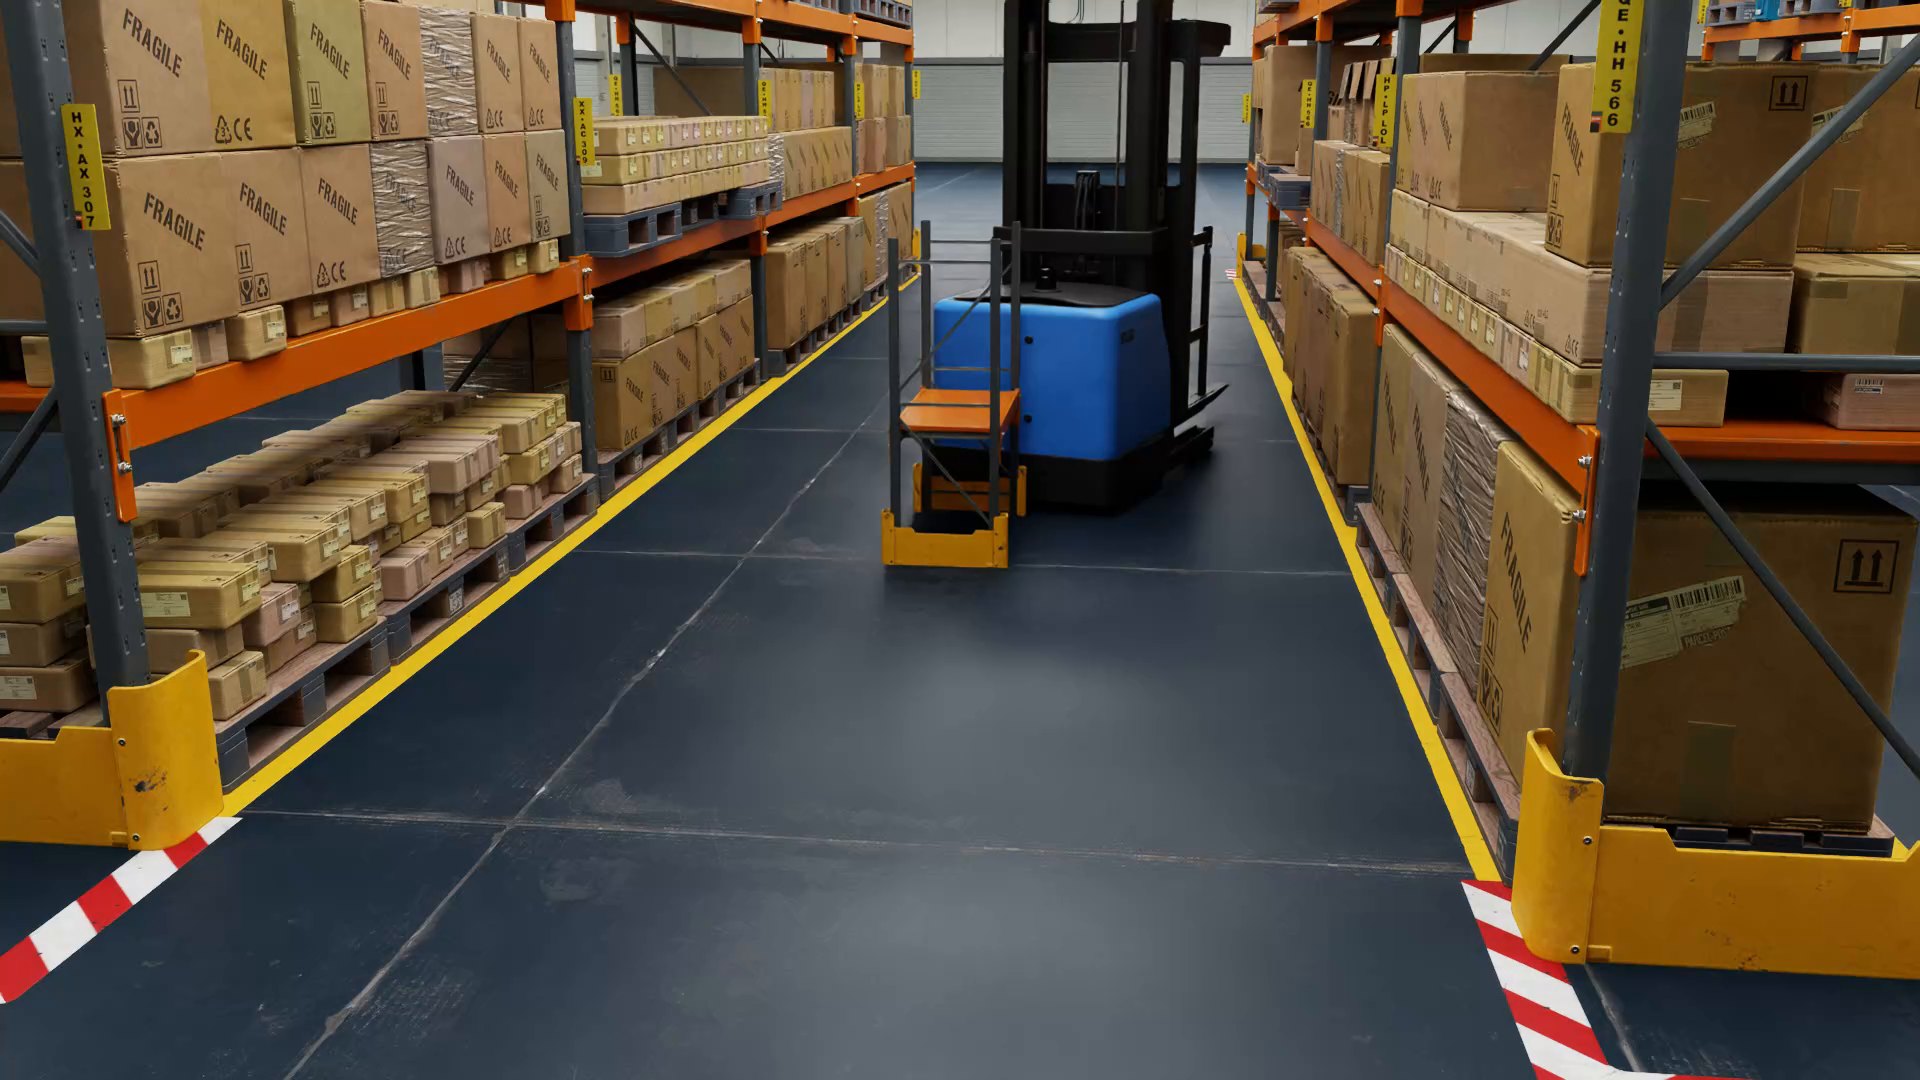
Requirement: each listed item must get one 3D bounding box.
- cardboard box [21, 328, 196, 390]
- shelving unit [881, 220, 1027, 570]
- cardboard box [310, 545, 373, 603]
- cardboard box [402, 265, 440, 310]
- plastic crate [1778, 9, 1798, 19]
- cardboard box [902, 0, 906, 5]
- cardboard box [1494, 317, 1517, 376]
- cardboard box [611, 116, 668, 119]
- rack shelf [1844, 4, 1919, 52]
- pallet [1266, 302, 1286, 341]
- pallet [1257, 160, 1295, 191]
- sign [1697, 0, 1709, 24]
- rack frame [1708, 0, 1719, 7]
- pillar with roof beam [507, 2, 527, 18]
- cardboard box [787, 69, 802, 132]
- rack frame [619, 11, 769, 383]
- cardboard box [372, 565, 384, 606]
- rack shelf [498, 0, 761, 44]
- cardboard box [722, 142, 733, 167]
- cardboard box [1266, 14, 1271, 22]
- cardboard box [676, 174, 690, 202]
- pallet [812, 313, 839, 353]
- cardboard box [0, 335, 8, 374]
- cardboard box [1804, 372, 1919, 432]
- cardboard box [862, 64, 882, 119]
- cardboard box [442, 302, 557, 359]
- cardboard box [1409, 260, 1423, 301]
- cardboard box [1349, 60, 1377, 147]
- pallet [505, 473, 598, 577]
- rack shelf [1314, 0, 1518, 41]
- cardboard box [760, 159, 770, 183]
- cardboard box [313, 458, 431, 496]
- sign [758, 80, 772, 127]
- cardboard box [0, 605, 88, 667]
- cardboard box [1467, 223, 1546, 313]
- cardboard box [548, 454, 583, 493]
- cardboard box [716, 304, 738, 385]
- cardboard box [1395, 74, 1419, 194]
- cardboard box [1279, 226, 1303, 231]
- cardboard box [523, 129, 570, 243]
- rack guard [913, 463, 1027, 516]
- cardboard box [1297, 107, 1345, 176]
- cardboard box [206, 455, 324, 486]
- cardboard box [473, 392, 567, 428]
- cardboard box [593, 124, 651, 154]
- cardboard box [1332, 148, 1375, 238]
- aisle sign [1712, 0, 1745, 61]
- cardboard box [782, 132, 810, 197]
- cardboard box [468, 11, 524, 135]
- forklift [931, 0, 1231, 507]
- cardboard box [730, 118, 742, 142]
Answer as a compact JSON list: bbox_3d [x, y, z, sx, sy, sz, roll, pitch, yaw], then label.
[{"bbox_3d":[-2.498,-0.539,4.889,0.380,0.149,0.250,2,15,6],"label":"cardboard box"},{"bbox_3d":[-0.009,-0.736,8.012,0.587,1.500,1.083,2,15,7],"label":"shelving unit"},{"bbox_3d":[-2.383,0.117,6.070,0.380,0.149,0.250,2,15,8],"label":"cardboard box"},{"bbox_3d":[-2.314,-1.013,6.644,0.380,0.149,0.250,2,15,7],"label":"cardboard box"},{"bbox_3d":[8.111,-5.129,16.141,0.243,0.136,0.396,2,15,6],"label":"plastic crate"},{"bbox_3d":[-0.813,-6.085,18.658,0.380,0.149,0.250,2,15,7],"label":"cardboard box"},{"bbox_3d":[1.856,-0.592,5.085,0.380,0.149,0.250,2,15,7],"label":"cardboard box"},{"bbox_3d":[-2.230,-2.845,11.475,0.380,0.149,0.250,1,15,5],"label":"cardboard box"},{"bbox_3d":[8.106,-3.962,12.699,1.077,0.370,4.000,2,15,6],"label":"rack shelf"},{"bbox_3d":[3.324,-1.978,15.071,1.003,0.211,1.213,2,15,6],"label":"pallet"},{"bbox_3d":[3.180,-3.239,14.762,1.003,0.211,1.213,2,15,6],"label":"pallet"},{"bbox_3d":[8.237,-5.887,18.423,0.100,0.325,0.005,2,15,6],"label":"sign"},{"bbox_3d":[8.783,-7.313,17.968,1.000,3.000,0.127,2,15,6],"label":"rack frame"},{"bbox_3d":[-5.583,-12.284,36.351,9.100,9.000,0.400,2,15,6],"label":"pillar with roof beam"},{"bbox_3d":[-1.728,-3.705,14.009,0.700,0.500,0.500,2,15,6],"label":"cardboard box"},{"bbox_3d":[-1.958,-2.661,12.255,1.000,3.000,0.127,2,15,6],"label":"rack frame"},{"bbox_3d":[-2.442,0.194,6.354,0.380,0.149,0.250,2,15,6],"label":"cardboard box"},{"bbox_3d":[-2.183,-3.243,10.039,1.077,0.370,4.000,2,15,6],"label":"rack shelf"},{"bbox_3d":[-1.676,-2.477,10.683,0.380,0.149,0.250,2,15,6],"label":"cardboard box"},{"bbox_3d":[3.324,-5.295,16.537,0.500,0.250,0.500,2,15,6],"label":"cardboard box"},{"bbox_3d":[-1.792,-2.061,9.715,0.380,0.149,0.250,1,15,4],"label":"cardboard box"},{"bbox_3d":[-1.654,-1.832,14.534,1.003,0.211,1.213,2,15,6],"label":"pallet"},{"bbox_3d":[-3.104,-0.557,4.958,0.380,0.149,0.250,2,15,6],"label":"cardboard box"},{"bbox_3d":[2.424,-0.374,4.282,0.380,0.149,0.250,2,15,7],"label":"cardboard box"},{"bbox_3d":[-1.286,-4.668,17.324,0.875,0.550,0.550,2,15,6],"label":"cardboard box"},{"bbox_3d":[-2.576,-1.182,9.334,0.500,0.250,0.500,1,15,5],"label":"cardboard box"},{"bbox_3d":[2.057,-1.058,6.809,0.380,0.149,0.250,1,15,5],"label":"cardboard box"},{"bbox_3d":[2.784,-2.663,10.149,0.797,0.503,0.637,2,15,8],"label":"cardboard box"},{"bbox_3d":[-2.450,-0.102,8.134,1.003,0.211,1.213,2,15,6],"label":"pallet"},{"bbox_3d":[2.733,-3.070,9.402,1.077,0.370,4.000,2,15,6],"label":"rack shelf"},{"bbox_3d":[-1.557,-2.600,11.709,0.380,0.149,0.250,2,15,7],"label":"cardboard box"},{"bbox_3d":[-2.402,-0.235,6.803,0.380,0.149,0.250,2,15,6],"label":"cardboard box"},{"bbox_3d":[-1.417,-3.168,12.064,0.100,0.325,0.005,2,15,6],"label":"sign"},{"bbox_3d":[-3.084,0.299,5.397,0.380,0.149,0.250,1,15,5],"label":"cardboard box"},{"bbox_3d":[1.962,-0.882,5.393,0.500,0.250,0.500,1,15,4],"label":"cardboard box"},{"bbox_3d":[-2.115,-0.338,8.322,0.380,0.149,0.250,2,15,7],"label":"cardboard box"},{"bbox_3d":[-1.835,-1.344,11.369,0.500,0.500,0.500,2,15,9],"label":"cardboard box"},{"bbox_3d":[2.200,-1.767,7.232,0.500,0.500,0.500,2,15,6],"label":"cardboard box"},{"bbox_3d":[3.652,-3.080,17.790,0.500,0.500,0.500,3,15,11],"label":"cardboard box"},{"bbox_3d":[-2.183,-1.681,7.871,0.500,0.500,0.500,2,15,6],"label":"cardboard box"},{"bbox_3d":[0.052,-0.262,8.652,0.587,0.250,0.087,2,15,7],"label":"rack guard"},{"bbox_3d":[2.944,-3.028,12.618,0.700,0.500,0.500,4,16,15],"label":"cardboard box"},{"bbox_3d":[-2.856,-0.249,6.854,0.380,0.149,0.250,2,15,7],"label":"cardboard box"},{"bbox_3d":[-2.191,-0.637,8.288,0.380,0.149,0.250,2,15,8],"label":"cardboard box"},{"bbox_3d":[-1.882,-2.153,8.914,0.380,0.149,0.250,2,15,8],"label":"cardboard box"},{"bbox_3d":[2.465,-2.022,9.702,0.500,0.500,0.500,2,15,6],"label":"cardboard box"},{"bbox_3d":[8.500,-5.699,18.513,0.394,0.787,0.004,2,15,6],"label":"aisle sign"},{"bbox_3d":[-1.527,-3.080,13.615,0.500,0.500,0.500,2,15,6],"label":"cardboard box"},{"bbox_3d":[-2.246,-2.033,7.259,0.500,0.500,0.500,1,15,4],"label":"cardboard box"},{"bbox_3d":[0.896,-1.927,9.672,1.130,2.935,3.031,6,16,23],"label":"forklift"},{"bbox_3d":[-1.644,-2.686,10.887,0.380,0.149,0.250,2,15,8],"label":"cardboard box"}]
